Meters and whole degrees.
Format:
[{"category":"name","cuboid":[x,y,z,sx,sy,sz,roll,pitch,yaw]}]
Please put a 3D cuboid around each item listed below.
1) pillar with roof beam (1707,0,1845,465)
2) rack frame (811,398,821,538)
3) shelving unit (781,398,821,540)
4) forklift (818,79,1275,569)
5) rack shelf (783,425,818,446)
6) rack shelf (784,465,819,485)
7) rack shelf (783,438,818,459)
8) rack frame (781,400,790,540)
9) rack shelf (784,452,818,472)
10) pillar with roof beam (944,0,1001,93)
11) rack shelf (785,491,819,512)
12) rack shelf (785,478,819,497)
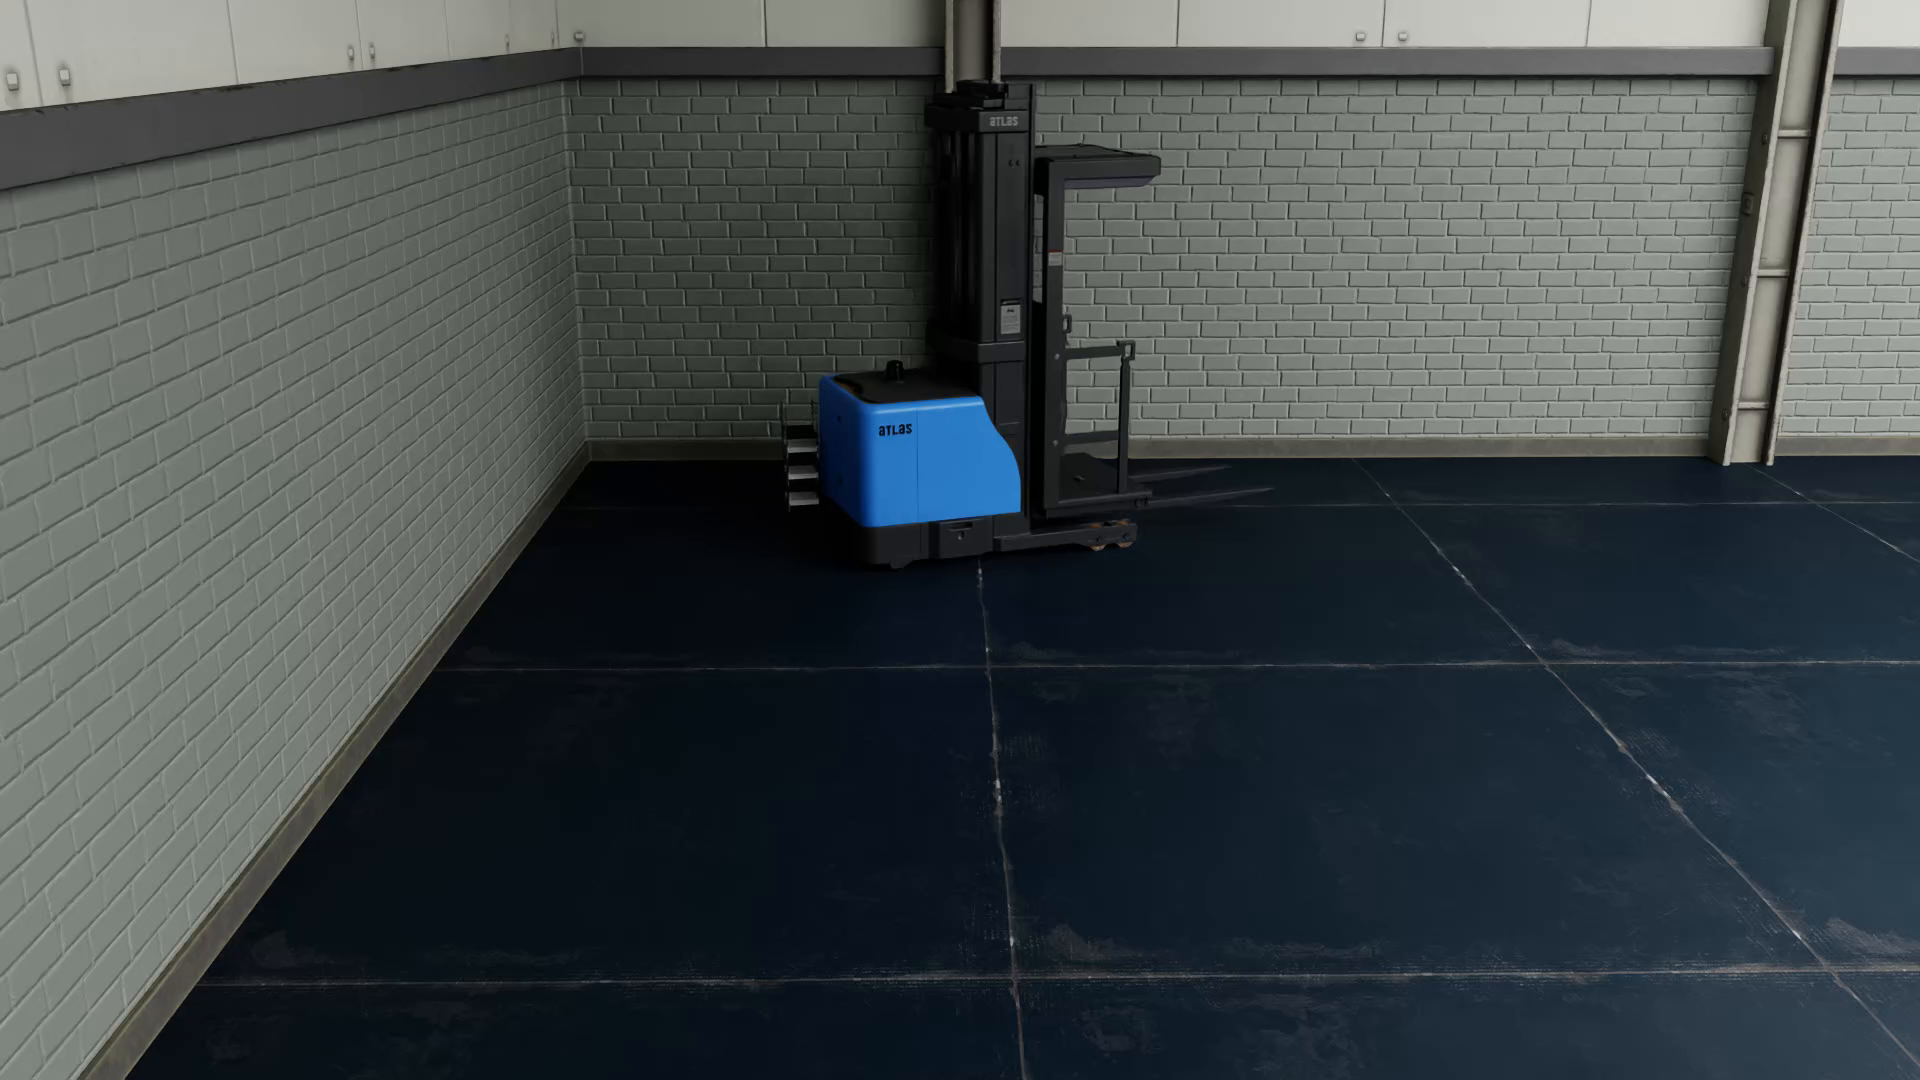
[{"category":"pillar with roof beam","cuboid":[6.155,-3.595,7.523,0.400,9.000,9.100,0,18,-1]},{"category":"rack frame","cuboid":[-0.958,-0.478,11.063,0.006,0.900,0.240,-4,18,-12]},{"category":"shelving unit","cuboid":[-1.057,-0.471,11.042,0.210,0.900,0.258,-4,18,-12]},{"category":"forklift","cuboid":[0.632,-1.474,10.845,3.031,2.935,1.130,-6,19,-19]},{"category":"rack shelf","cuboid":[-1.057,-0.696,10.970,0.200,0.077,0.258,-4,18,-12]},{"category":"rack shelf","cuboid":[-1.057,-0.439,11.052,0.200,0.077,0.258,-4,18,-12]},{"category":"rack shelf","cuboid":[-1.057,-0.610,10.997,0.200,0.077,0.258,-4,18,-12]},{"category":"rack frame","cuboid":[-1.156,-0.464,11.021,0.006,0.900,0.240,-4,18,-12]},{"category":"rack shelf","cuboid":[-1.057,-0.525,11.025,0.200,0.077,0.258,-4,18,-12]},{"category":"pillar with roof beam","cuboid":[0.156,-3.566,7.433,0.400,9.000,9.100,0,18,-1]},{"category":"rack shelf","cuboid":[-1.057,-0.268,11.107,0.200,0.077,0.258,-4,18,-12]},{"category":"rack shelf","cuboid":[-1.057,-0.353,11.080,0.200,0.077,0.258,-4,18,-12]}]
